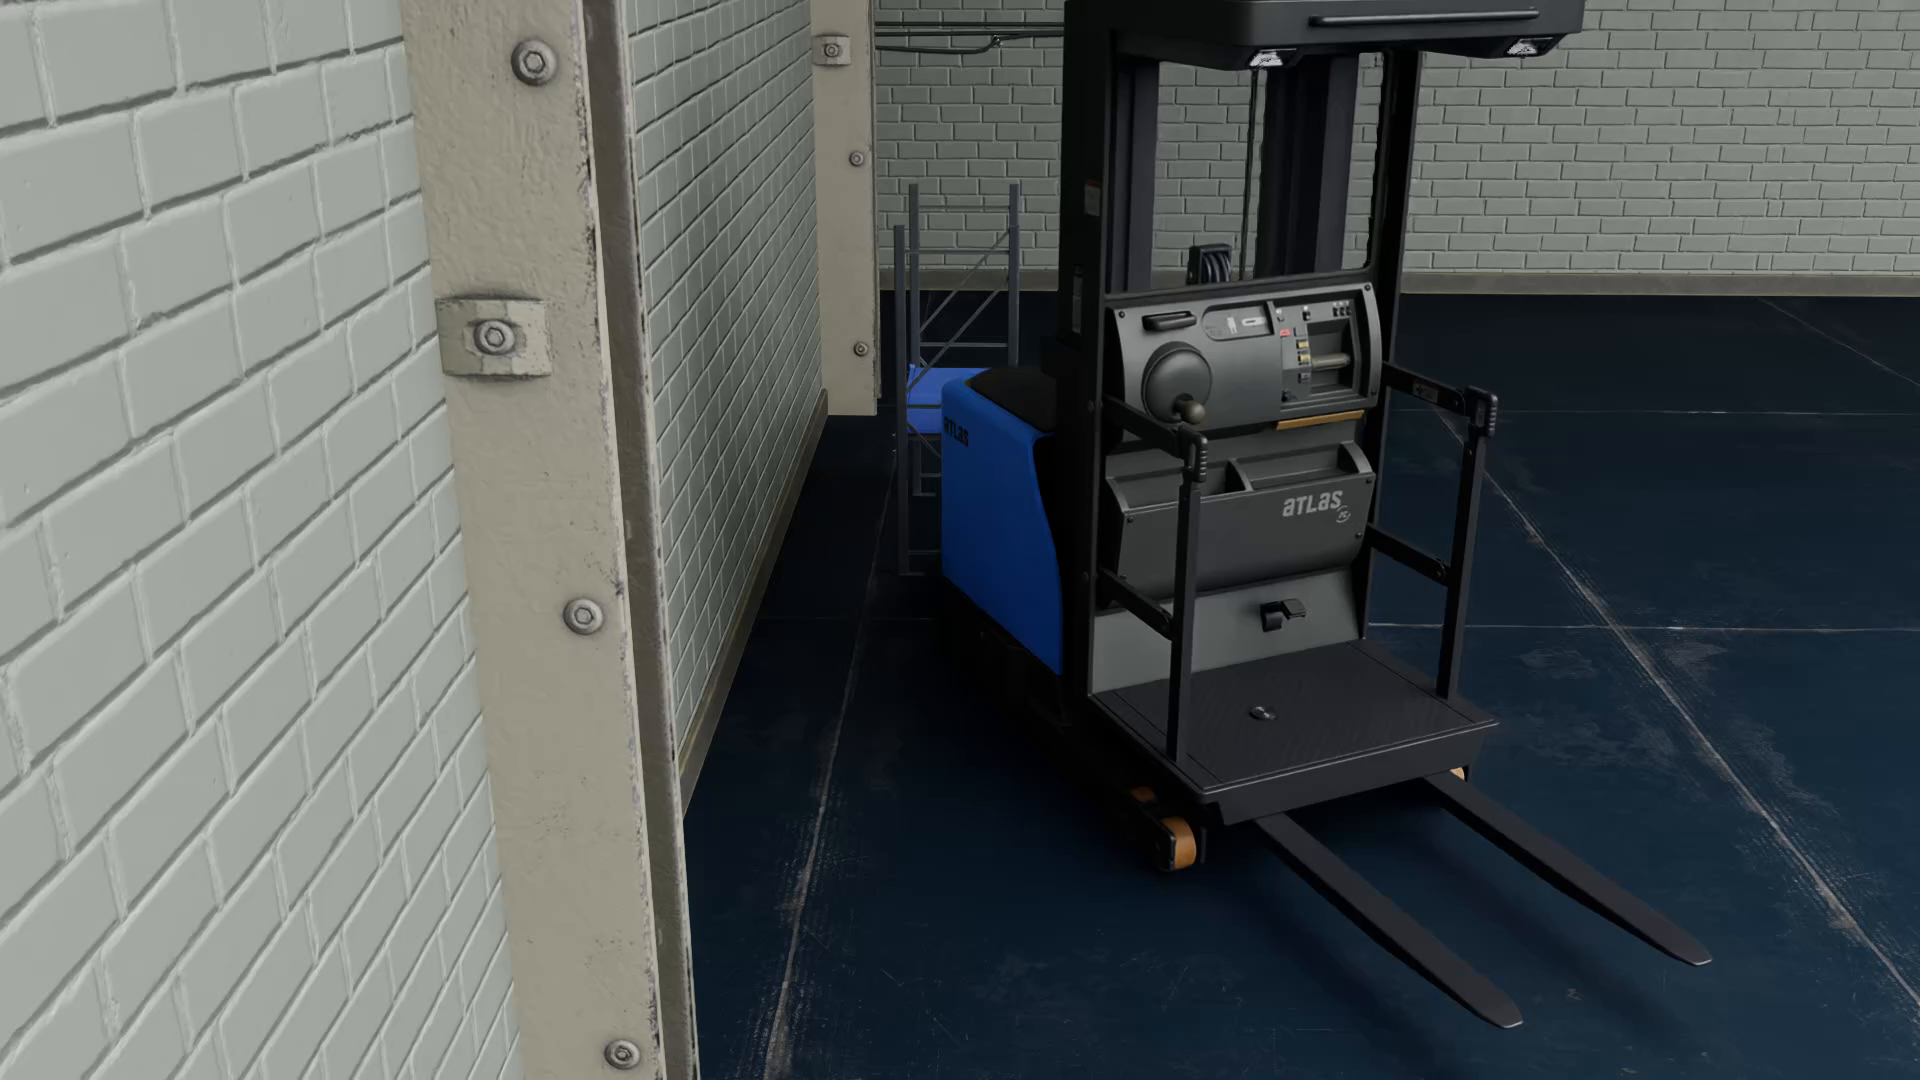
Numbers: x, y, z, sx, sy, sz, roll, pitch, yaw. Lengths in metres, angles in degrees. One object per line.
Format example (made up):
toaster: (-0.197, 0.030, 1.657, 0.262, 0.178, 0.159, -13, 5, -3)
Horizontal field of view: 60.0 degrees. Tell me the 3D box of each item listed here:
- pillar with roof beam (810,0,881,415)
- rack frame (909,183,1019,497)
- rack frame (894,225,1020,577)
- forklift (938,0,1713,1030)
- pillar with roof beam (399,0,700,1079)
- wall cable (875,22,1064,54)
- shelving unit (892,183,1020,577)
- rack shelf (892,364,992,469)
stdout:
pillar with roof beam: (3.685, -4.921, 7.771, 9.100, 9.000, 0.400, 1, 21, 2)
rack frame: (0.018, -0.914, 7.811, 0.500, 1.500, 0.032, 1, 21, 2)
rack frame: (-0.013, -0.546, 6.863, 0.500, 1.500, 0.032, 1, 21, 2)
forklift: (0.977, -0.552, 4.899, 1.130, 2.935, 3.031, -9, 23, -22)
pillar with roof beam: (3.502, -2.751, 2.180, 9.100, 9.000, 0.400, 1, 21, 2)
wall cable: (0.793, -4.571, 11.162, 3.097, 2.526, 0.112, 1, 21, 2)
shelving unit: (0.003, -0.730, 7.337, 0.538, 1.500, 1.048, 1, 21, 2)
rack shelf: (0.003, -0.562, 7.402, 0.538, 0.185, 1.000, 1, 21, 2)
